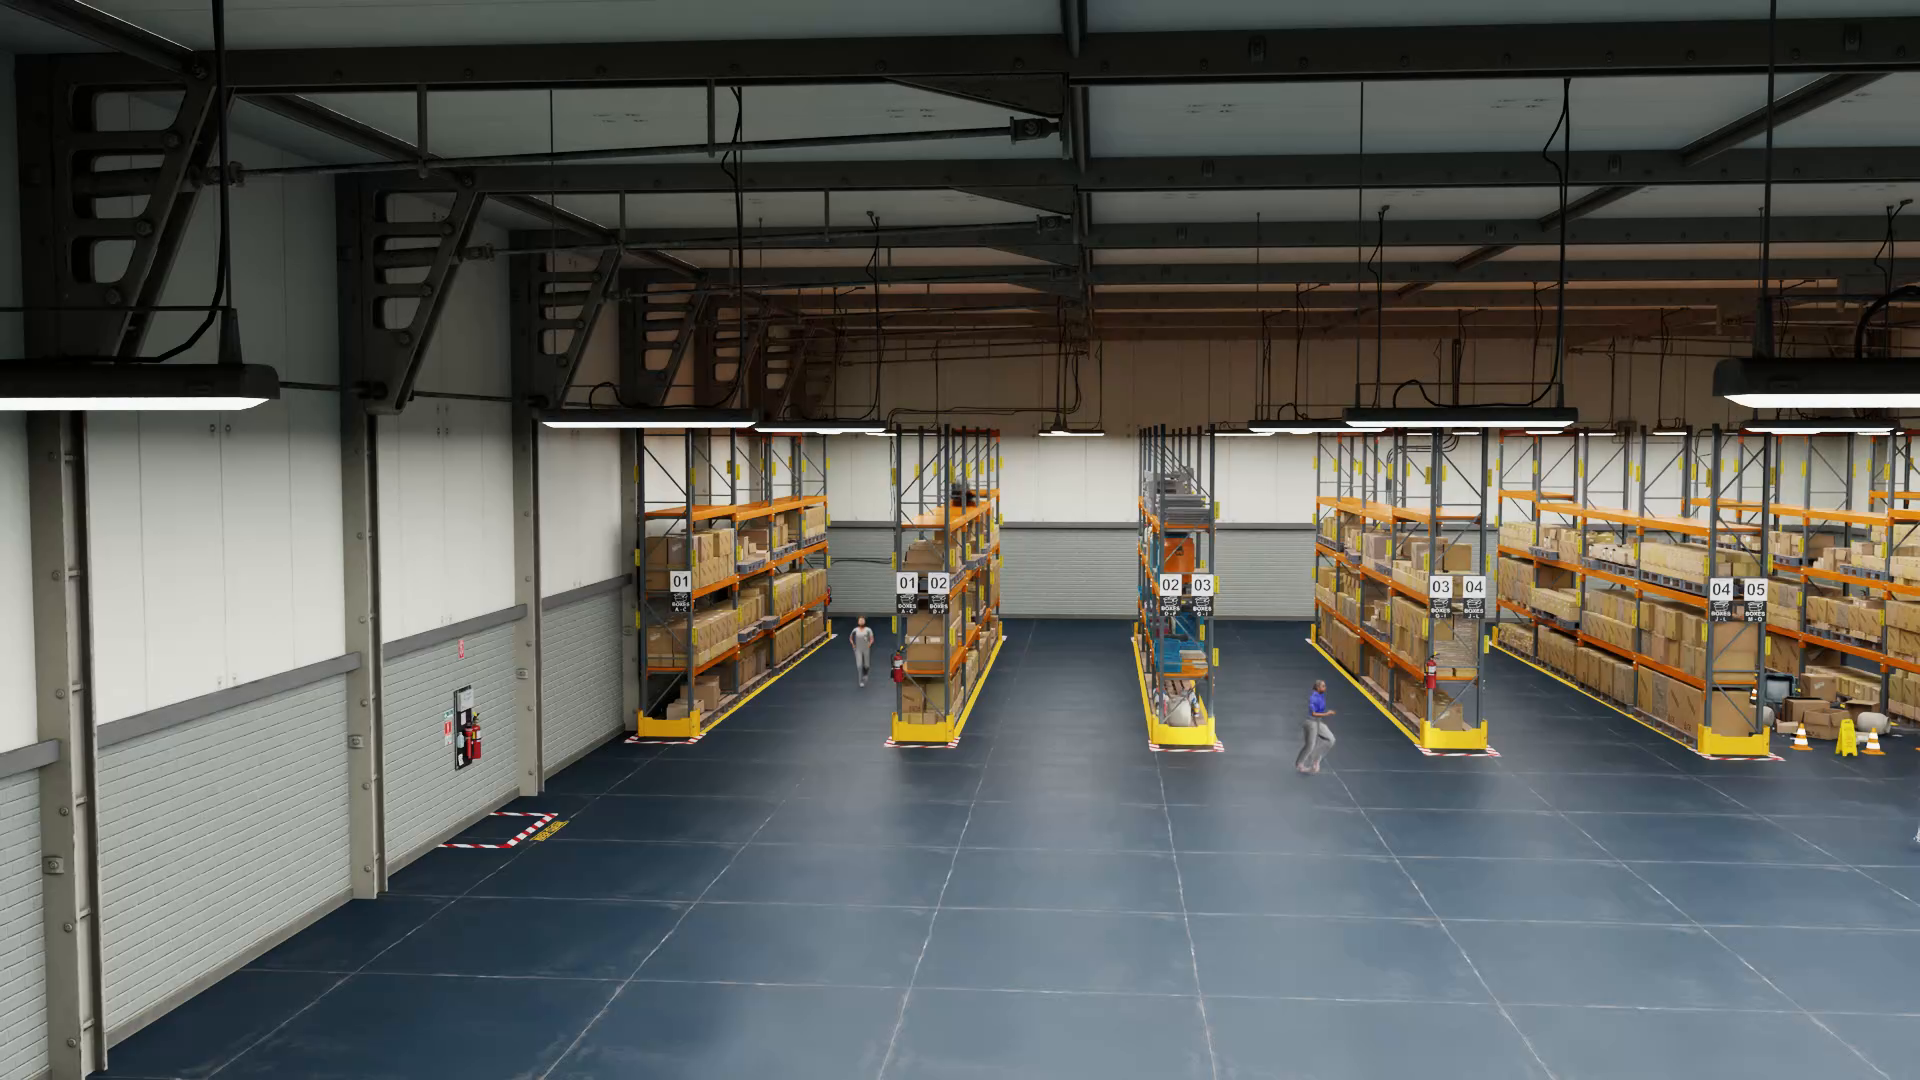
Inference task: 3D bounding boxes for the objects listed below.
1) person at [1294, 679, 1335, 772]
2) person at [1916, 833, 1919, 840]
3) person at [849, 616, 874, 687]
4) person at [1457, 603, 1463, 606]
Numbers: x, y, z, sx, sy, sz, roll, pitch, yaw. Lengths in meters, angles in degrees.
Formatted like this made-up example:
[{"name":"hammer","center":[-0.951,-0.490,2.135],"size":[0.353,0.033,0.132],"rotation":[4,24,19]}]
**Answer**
[{"name":"person","center":[6.075,3.171,28.377],"size":[0.773,1.593,0.607],"rotation":[2,4,33]},{"name":"person","center":[13.604,3.500,22.857],"size":[0.771,1.727,0.581],"rotation":[2,4,32]},{"name":"person","center":[-2.283,2.565,38.513],"size":[0.563,1.619,0.609],"rotation":[0,3,-5]},{"name":"person","center":[13.519,2.173,44.814],"size":[0.621,1.687,0.810],"rotation":[0,3,2]}]
